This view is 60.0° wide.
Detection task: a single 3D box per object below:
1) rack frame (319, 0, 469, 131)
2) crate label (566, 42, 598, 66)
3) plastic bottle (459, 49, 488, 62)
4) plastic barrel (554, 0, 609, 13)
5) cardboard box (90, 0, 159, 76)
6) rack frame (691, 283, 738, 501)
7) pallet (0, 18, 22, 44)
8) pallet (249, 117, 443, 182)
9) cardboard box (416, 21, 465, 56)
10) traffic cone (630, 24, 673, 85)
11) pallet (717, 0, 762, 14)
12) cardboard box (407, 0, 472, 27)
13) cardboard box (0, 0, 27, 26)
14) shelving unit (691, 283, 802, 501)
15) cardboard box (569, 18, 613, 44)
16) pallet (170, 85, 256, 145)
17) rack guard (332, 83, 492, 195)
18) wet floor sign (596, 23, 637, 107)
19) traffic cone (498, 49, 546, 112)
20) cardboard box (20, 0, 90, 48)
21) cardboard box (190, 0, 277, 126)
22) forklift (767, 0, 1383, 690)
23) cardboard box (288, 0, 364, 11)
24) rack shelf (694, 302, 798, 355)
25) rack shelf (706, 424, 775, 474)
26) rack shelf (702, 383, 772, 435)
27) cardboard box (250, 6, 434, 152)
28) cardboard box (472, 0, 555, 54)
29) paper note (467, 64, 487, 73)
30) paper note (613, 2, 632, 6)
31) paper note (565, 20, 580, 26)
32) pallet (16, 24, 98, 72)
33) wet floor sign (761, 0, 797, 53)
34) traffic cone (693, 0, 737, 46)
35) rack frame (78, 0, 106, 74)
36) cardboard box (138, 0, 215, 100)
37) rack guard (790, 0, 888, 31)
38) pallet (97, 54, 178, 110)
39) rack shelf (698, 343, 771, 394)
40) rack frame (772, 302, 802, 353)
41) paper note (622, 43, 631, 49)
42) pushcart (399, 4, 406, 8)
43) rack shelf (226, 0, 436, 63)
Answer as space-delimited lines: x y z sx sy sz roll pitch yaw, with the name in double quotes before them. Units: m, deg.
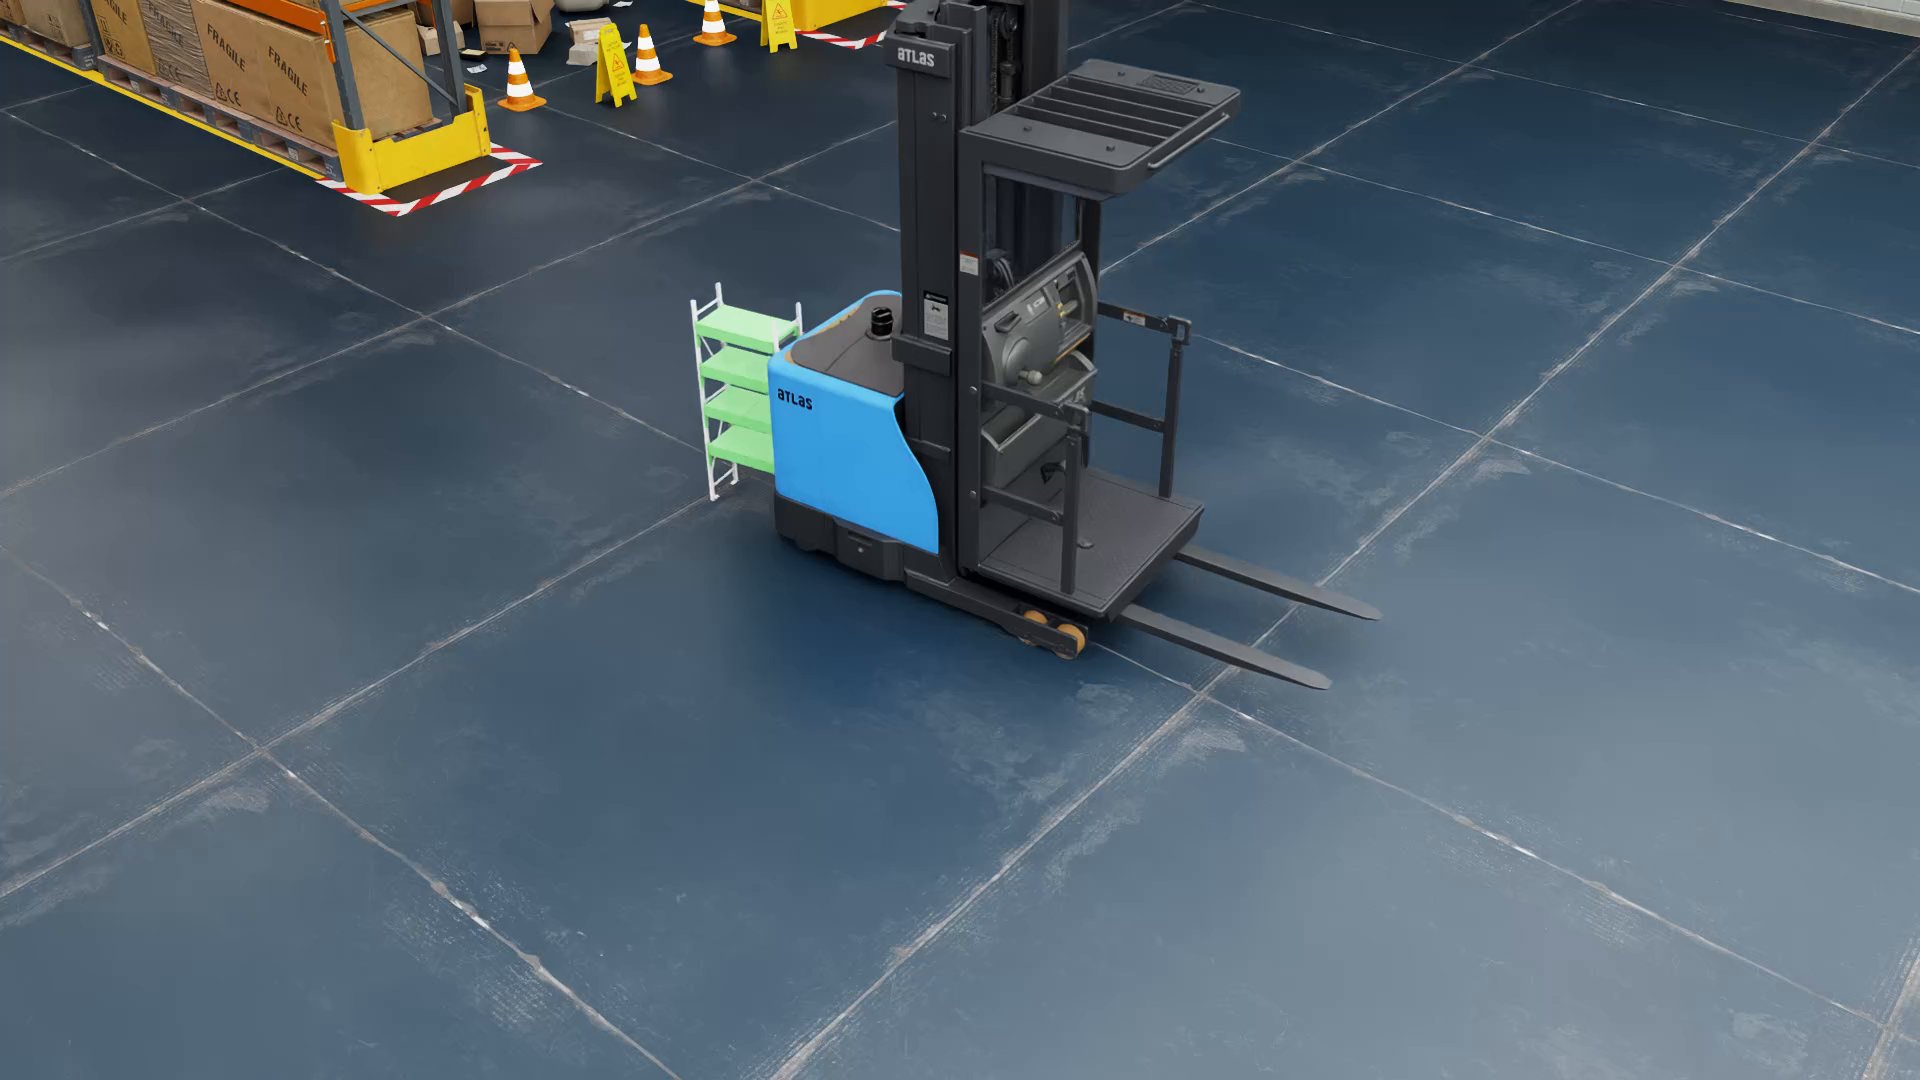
"rack frame" -4.229 -4.146 12.137 0.127 3.000 1.000 25 42 32
"crate label" -3.389 -4.402 15.039 0.298 0.136 0.250 6 35 8
"plastic bottle" -4.448 -4.409 15.116 0.283 0.061 0.133 12 36 16
"plastic barrel" -3.696 -5.364 16.186 0.512 0.421 0.421 -6 35 -8
"cardboard box" -6.865 -4.634 14.354 0.875 0.875 0.875 26 42 32
"rack frame" -1.296 -0.770 8.811 0.015 1.200 0.240 17 38 23
"pallet" -8.887 -5.134 16.039 1.213 0.211 1.003 25 42 32
"pallet" -4.894 -3.252 13.299 1.213 0.211 1.003 25 42 32
"cardboard box" -4.804 -4.646 15.281 0.396 0.266 0.258 -26 42 -32
"traffic cone" -2.745 -4.279 14.572 0.334 0.463 0.336 25 42 32
"pallet" -1.800 -5.524 16.607 1.213 0.211 1.003 25 42 32
"cardboard box" -4.834 -5.233 15.805 0.503 0.637 0.797 25 42 32
"cardboard box" -8.577 -5.377 15.547 0.750 0.750 1.050 25 42 32
"shelving unit" -1.081 -0.705 8.717 0.503 1.200 0.258 17 38 23
"cardboard box" -3.439 -4.757 15.545 0.380 0.149 0.250 -12 36 -17
"pallet" -5.827 -3.694 13.942 1.213 0.211 1.003 25 42 32
"rack guard" -4.211 -3.107 12.832 0.348 0.500 1.175 25 42 32
"wet floor sign" -2.940 -4.026 14.043 0.232 0.644 0.267 18 38 24
"traffic cone" -3.729 -3.910 14.035 0.334 0.463 0.336 25 42 32
"cardboard box" -7.838 -5.026 15.035 0.750 0.750 1.050 25 42 32
"cardboard box" -5.470 -3.978 13.398 0.875 0.875 0.875 25 41 31
"forklift" 0.548 -0.985 7.595 3.031 2.935 1.130 20 39 27
"cardboard box" -4.544 -4.322 12.262 0.550 0.550 0.875 25 42 32
"rack shelf" -1.081 -1.048 8.481 0.480 0.148 0.258 17 38 23
"rack shelf" -1.081 -0.454 8.889 0.480 0.148 0.258 17 38 23
"rack shelf" -1.081 -0.652 8.753 0.480 0.148 0.258 17 38 23
"cardboard box" -4.793 -3.660 12.936 0.875 0.875 0.875 26 42 32
"cardboard box" -4.110 -4.842 15.356 0.637 0.503 0.797 0 34 0
"paper note" -4.316 -4.213 14.859 0.144 0.017 0.142 -18 38 -25
"paper note" -3.334 -5.311 16.456 0.148 0.019 0.142 12 36 16
"paper note" -3.697 -4.957 15.951 0.148 0.019 0.142 -18 38 -25
"pallet" -7.945 -4.692 15.396 1.213 0.211 1.003 25 42 32
"wet floor sign" -1.679 -4.831 15.215 0.267 0.644 0.232 -18 38 -25
"traffic cone" -2.296 -4.885 15.454 0.334 0.463 0.336 25 42 32
"rack frame" -7.303 -5.595 14.247 0.127 3.000 1.000 25 42 32
"cardboard box" -6.170 -4.309 13.880 0.875 0.875 0.875 26 42 32
"rack guard" -1.198 -5.333 16.074 0.348 0.500 1.175 25 42 32
"pallet" -6.769 -4.136 14.586 1.213 0.211 1.003 25 42 32
"rack shelf" -1.081 -0.850 8.617 0.480 0.148 0.258 17 38 23
"rack frame" -0.865 -0.640 8.622 0.015 1.200 0.240 17 38 23
"paper note" -3.140 -4.589 15.405 0.142 0.019 0.148 12 36 16
"pushcart" -5.634 -5.694 16.708 0.936 0.377 1.648 12 36 16
"rack shelf" -5.766 -4.574 13.396 4.000 0.370 1.077 25 42 32
